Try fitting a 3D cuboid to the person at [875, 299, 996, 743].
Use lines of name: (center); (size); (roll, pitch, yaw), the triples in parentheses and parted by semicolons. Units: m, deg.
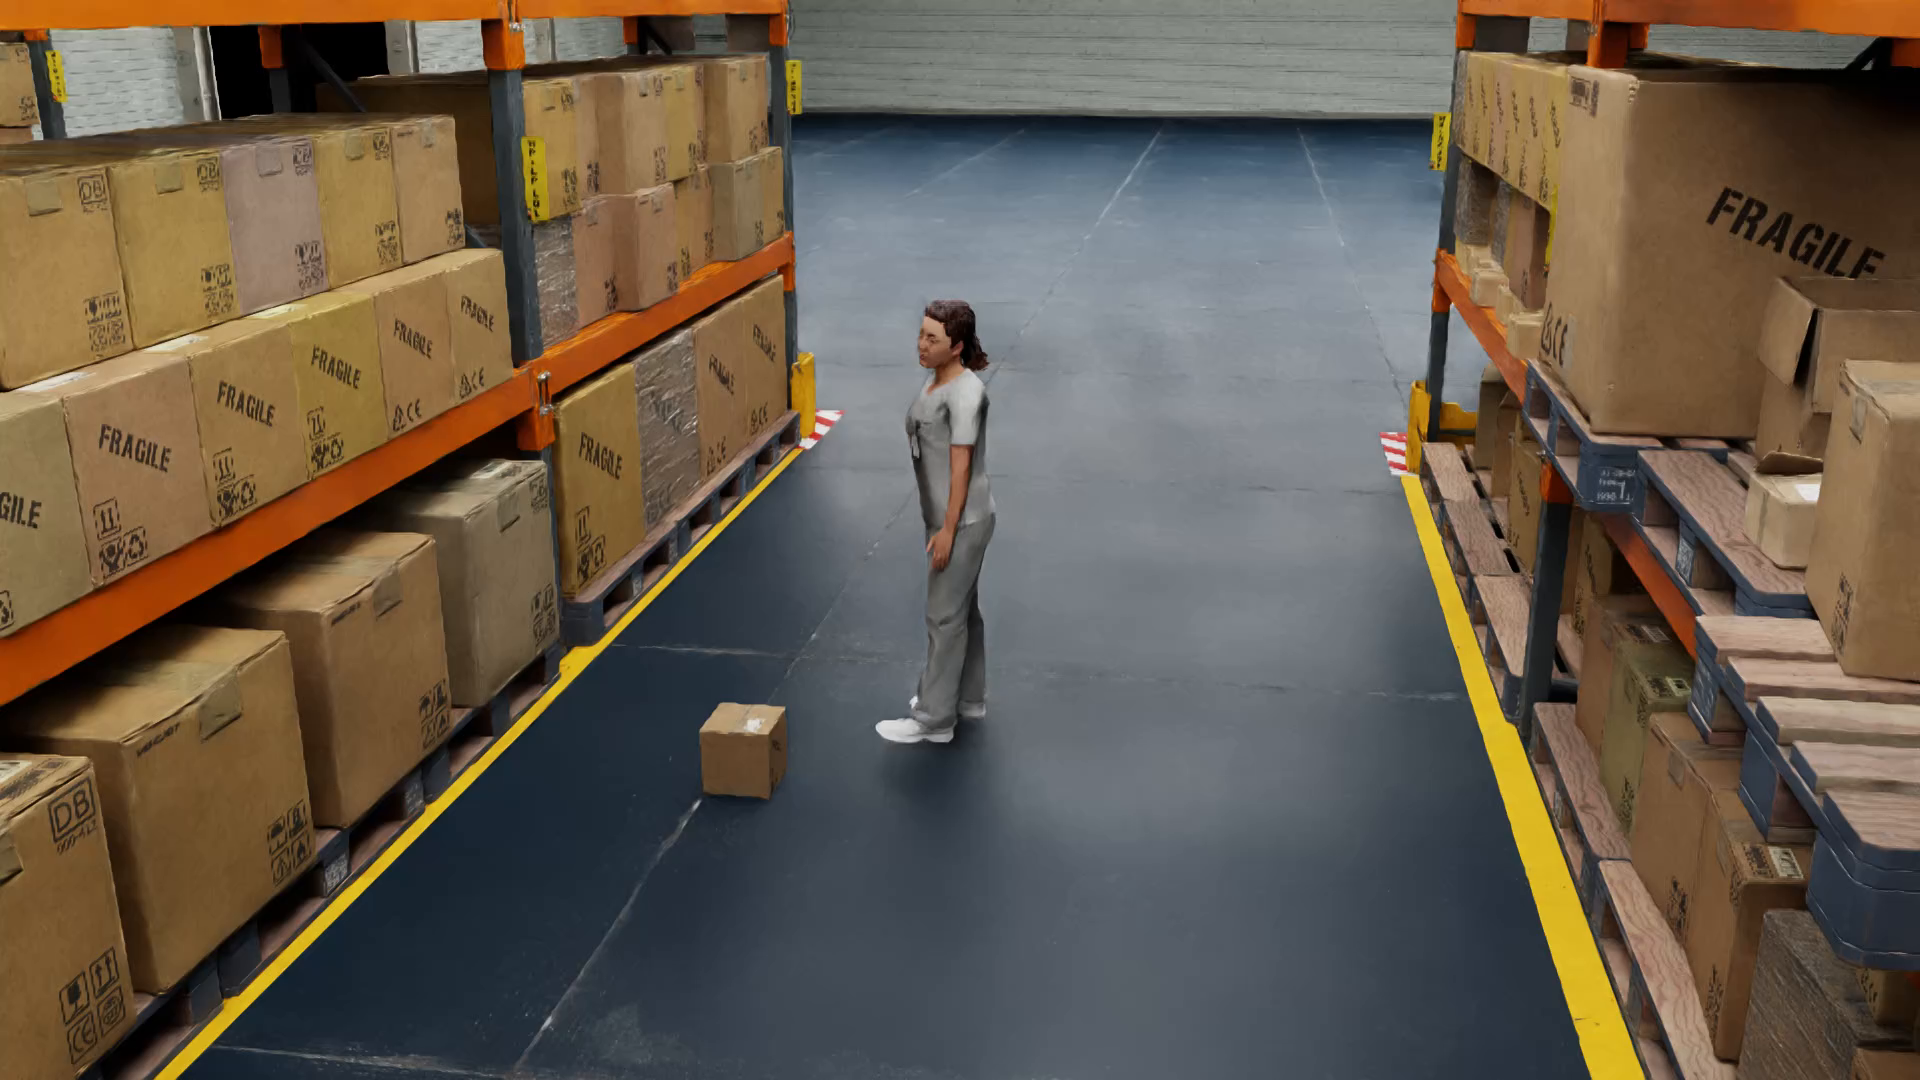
person: (-0.112, -0.063, 6.190); (0.493, 1.673, 0.507); (-5, 19, -15)
